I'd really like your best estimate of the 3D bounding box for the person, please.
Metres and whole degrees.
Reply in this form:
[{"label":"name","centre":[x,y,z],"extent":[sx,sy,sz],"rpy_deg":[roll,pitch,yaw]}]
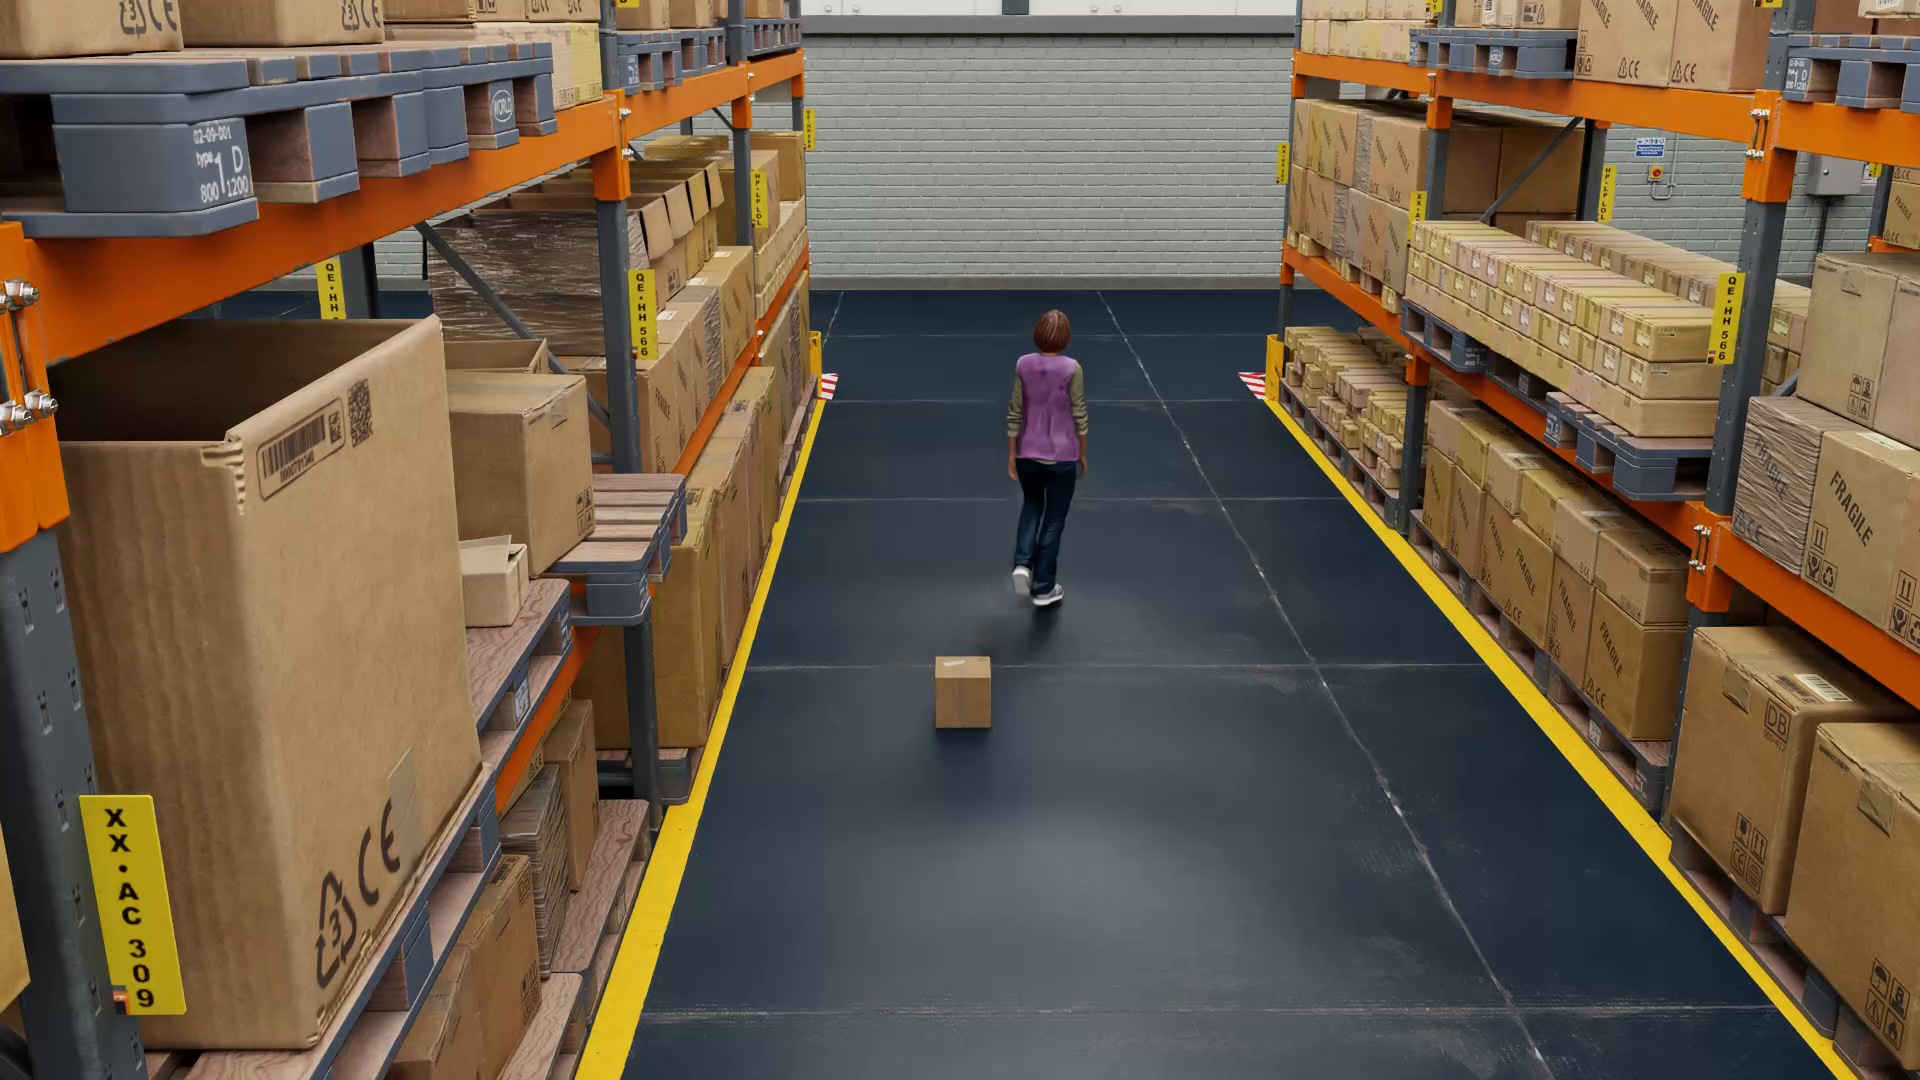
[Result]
[{"label":"person","centre":[0.471,-0.437,8.878],"extent":[0.422,1.598,0.399],"rpy_deg":[8,19,23]}]
